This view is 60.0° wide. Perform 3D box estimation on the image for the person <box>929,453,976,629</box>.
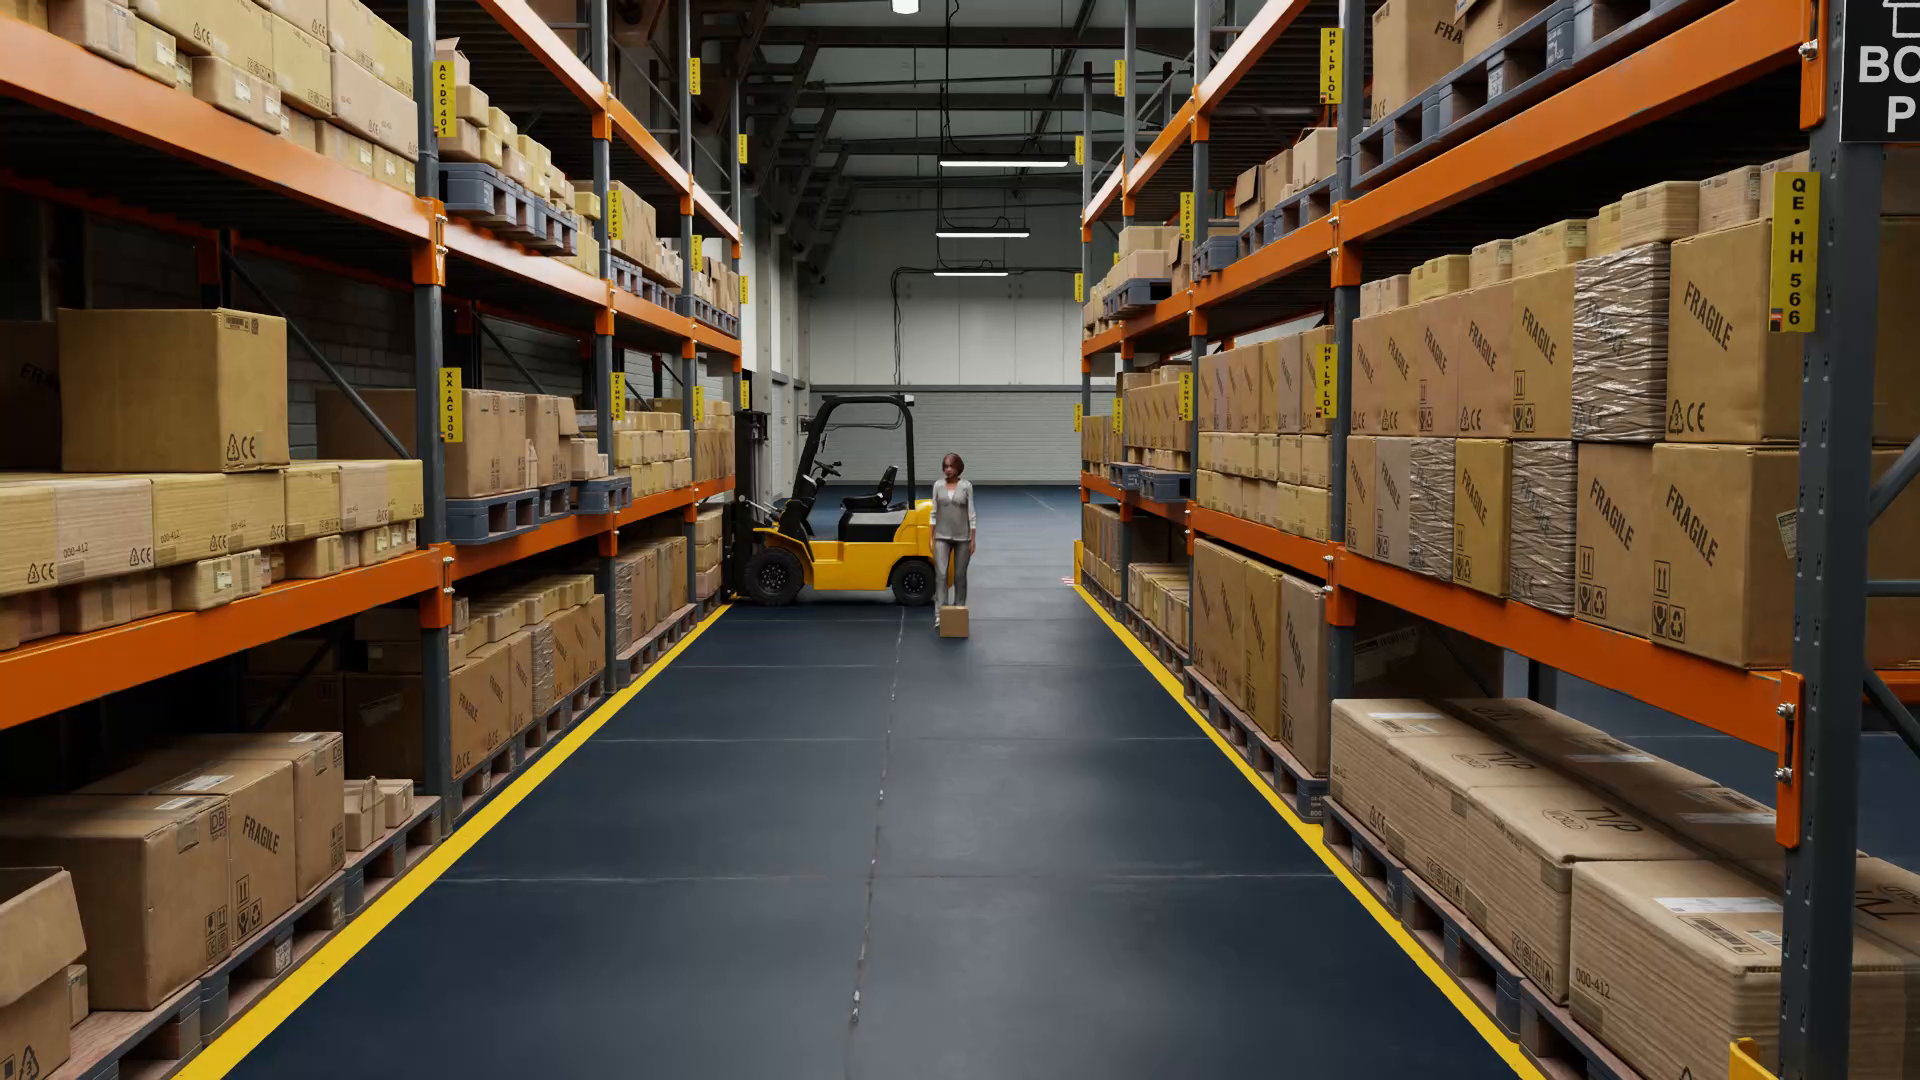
[{"bbox_3d":[-0.075,0.012,14.970,0.430,1.588,0.685,0,4,4],"label":"person"}]
